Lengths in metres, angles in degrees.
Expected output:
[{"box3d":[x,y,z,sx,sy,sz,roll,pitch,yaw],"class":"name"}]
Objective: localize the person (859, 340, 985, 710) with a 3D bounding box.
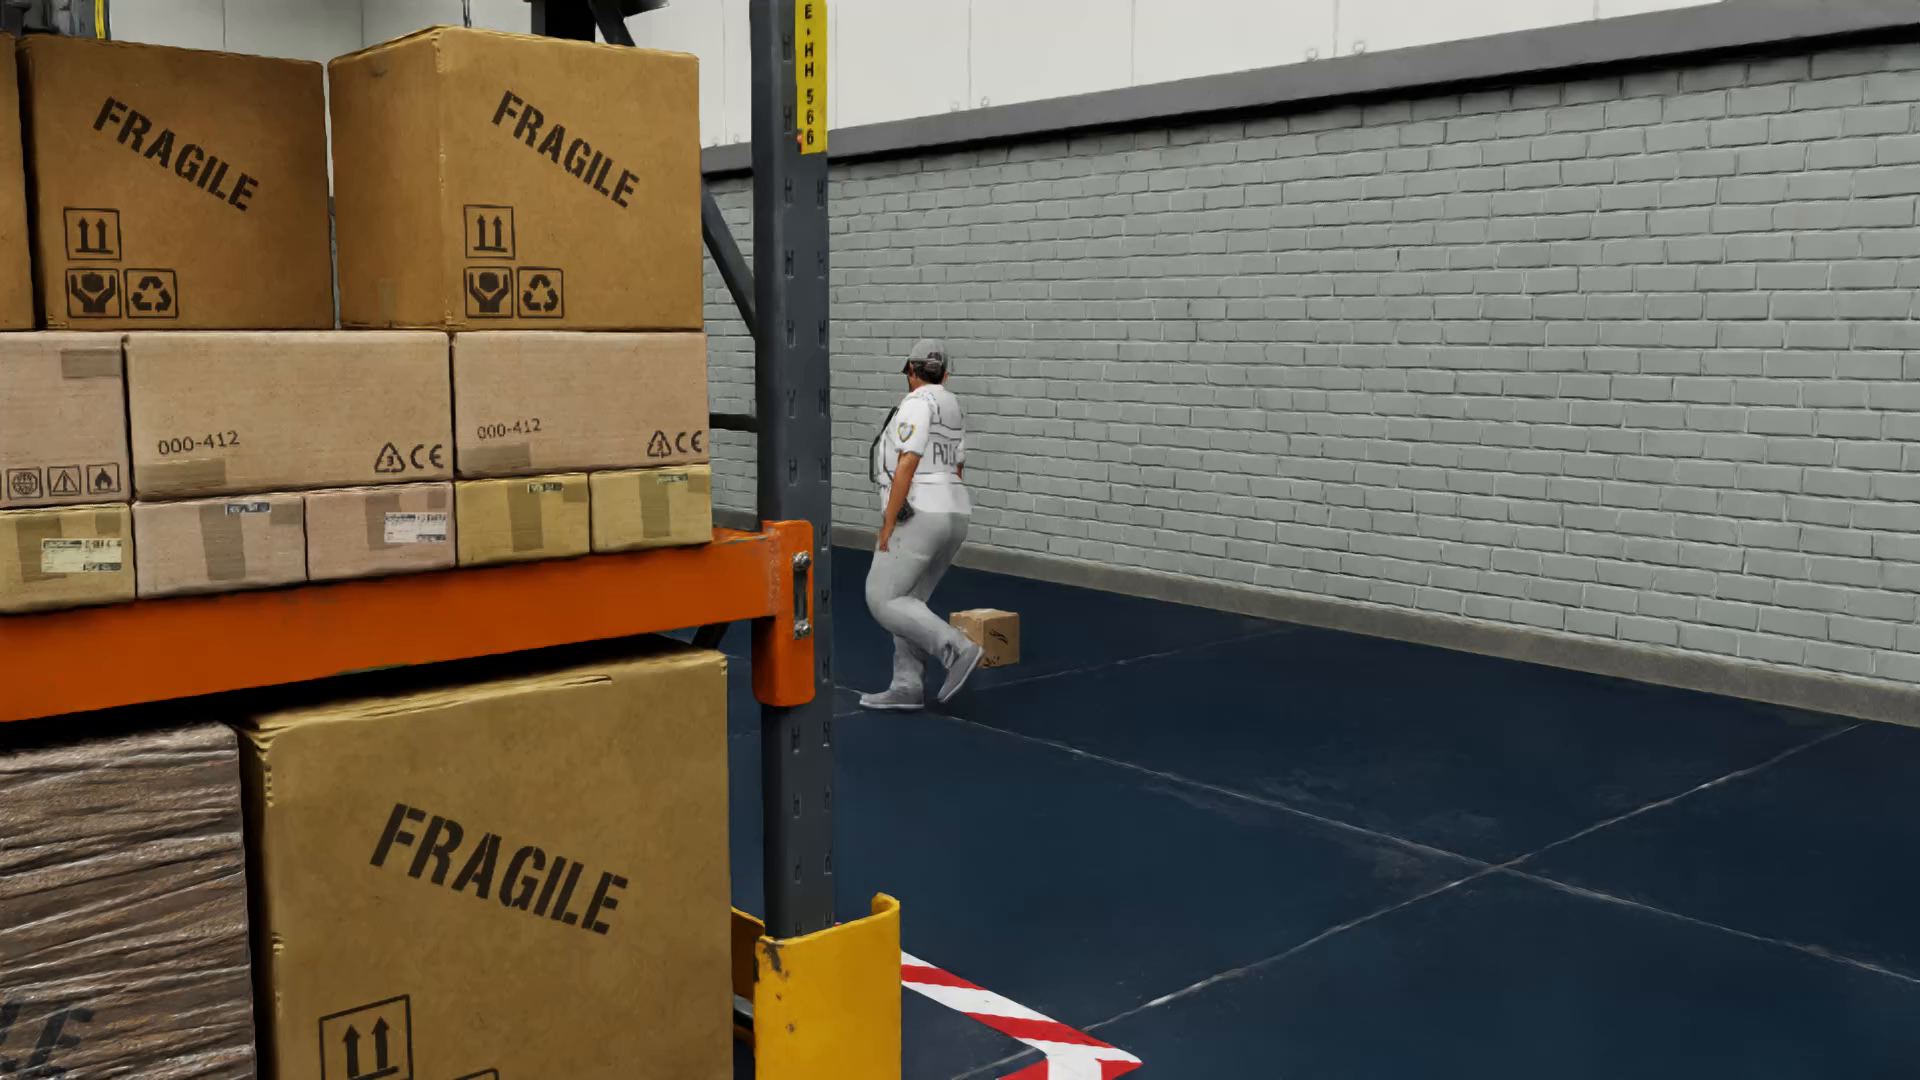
[{"box3d":[-0.129,-0.060,7.329,0.614,1.632,0.555,3,8,21],"class":"person"}]
